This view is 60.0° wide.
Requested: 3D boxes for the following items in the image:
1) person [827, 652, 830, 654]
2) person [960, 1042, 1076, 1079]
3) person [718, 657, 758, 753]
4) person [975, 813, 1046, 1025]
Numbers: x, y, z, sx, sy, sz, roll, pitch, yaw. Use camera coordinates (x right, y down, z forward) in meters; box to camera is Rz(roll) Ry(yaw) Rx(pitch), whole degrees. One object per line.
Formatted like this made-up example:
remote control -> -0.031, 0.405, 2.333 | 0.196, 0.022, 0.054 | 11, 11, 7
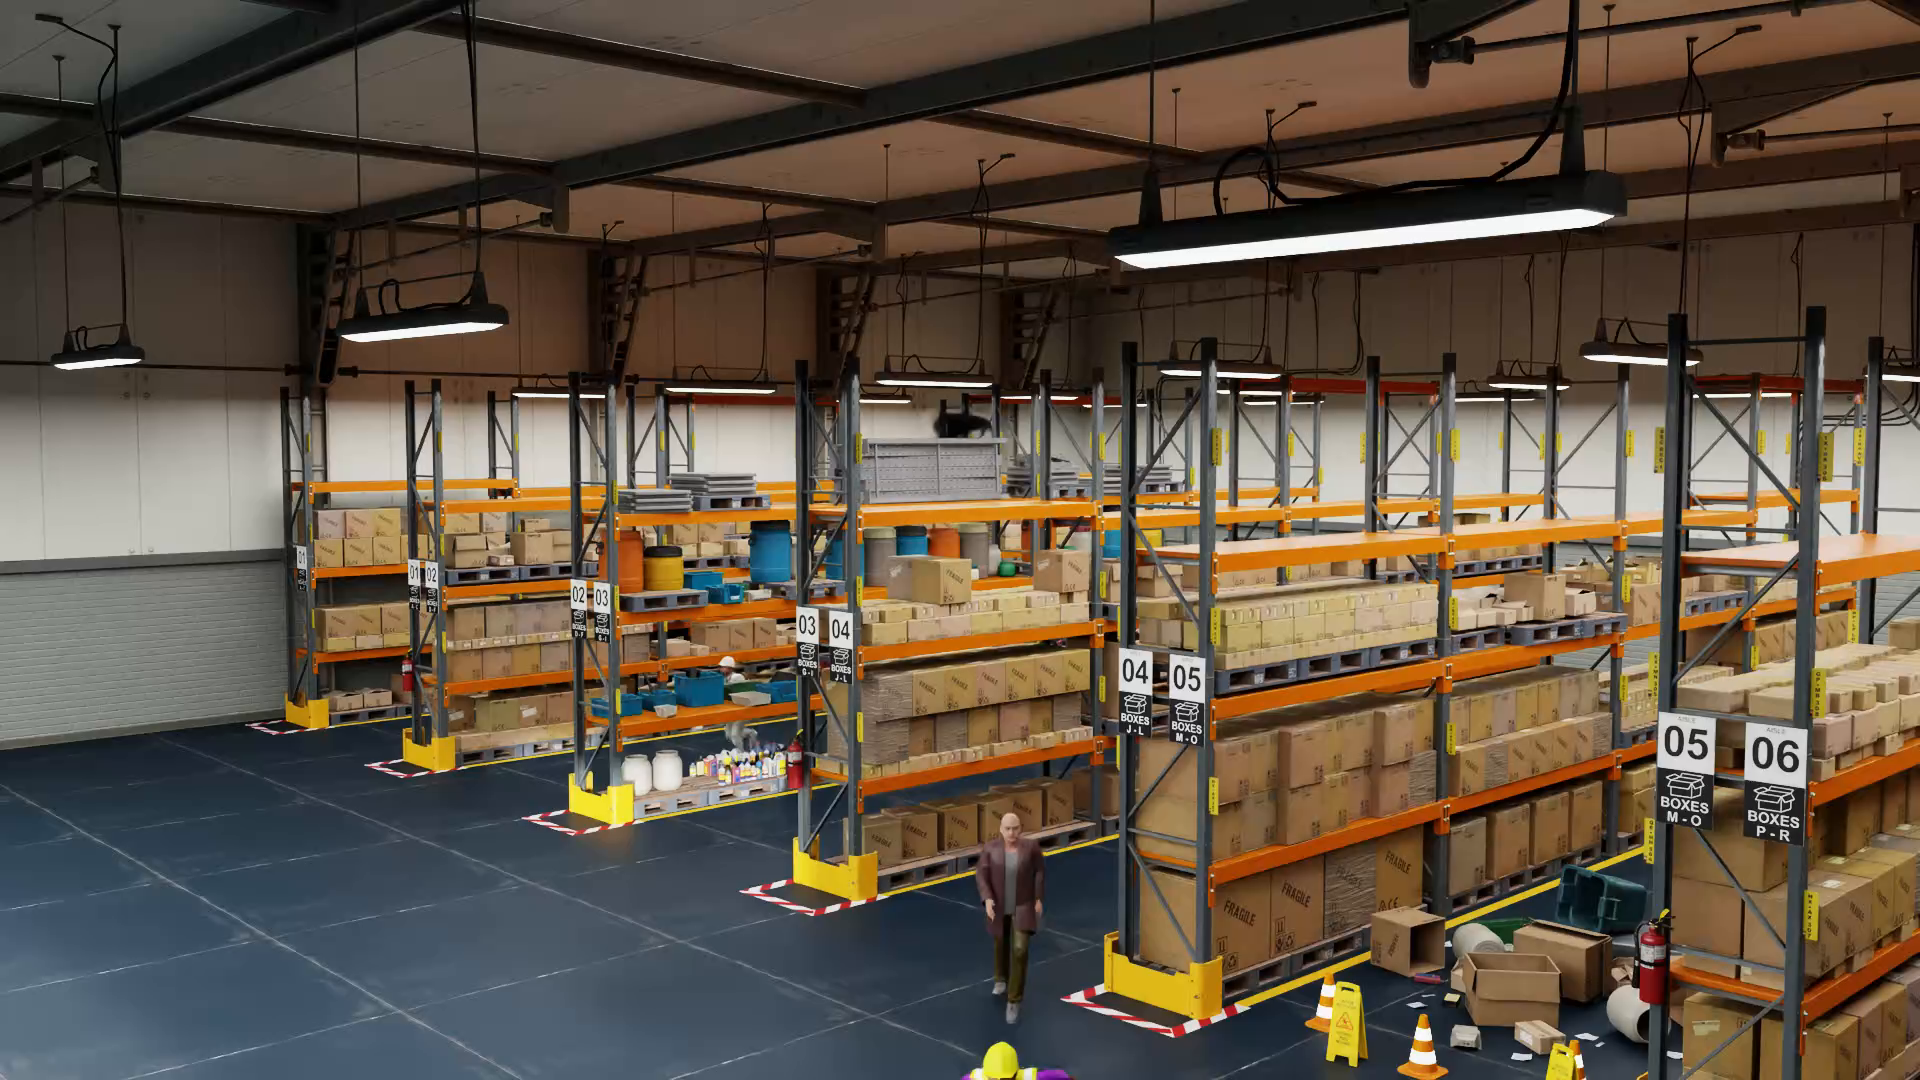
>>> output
person -> -2.627, 2.239, 33.732 | 0.695, 1.550, 0.894 | 3, 5, 39
person -> 0.334, 3.721, 9.924 | 0.747, 1.717, 1.045 | 1, 4, 13
person -> -3.495, 2.663, 26.145 | 0.751, 1.707, 0.565 | -4, 5, -44
person -> 0.449, 3.311, 14.876 | 0.606, 1.803, 0.896 | 1, 4, 9
